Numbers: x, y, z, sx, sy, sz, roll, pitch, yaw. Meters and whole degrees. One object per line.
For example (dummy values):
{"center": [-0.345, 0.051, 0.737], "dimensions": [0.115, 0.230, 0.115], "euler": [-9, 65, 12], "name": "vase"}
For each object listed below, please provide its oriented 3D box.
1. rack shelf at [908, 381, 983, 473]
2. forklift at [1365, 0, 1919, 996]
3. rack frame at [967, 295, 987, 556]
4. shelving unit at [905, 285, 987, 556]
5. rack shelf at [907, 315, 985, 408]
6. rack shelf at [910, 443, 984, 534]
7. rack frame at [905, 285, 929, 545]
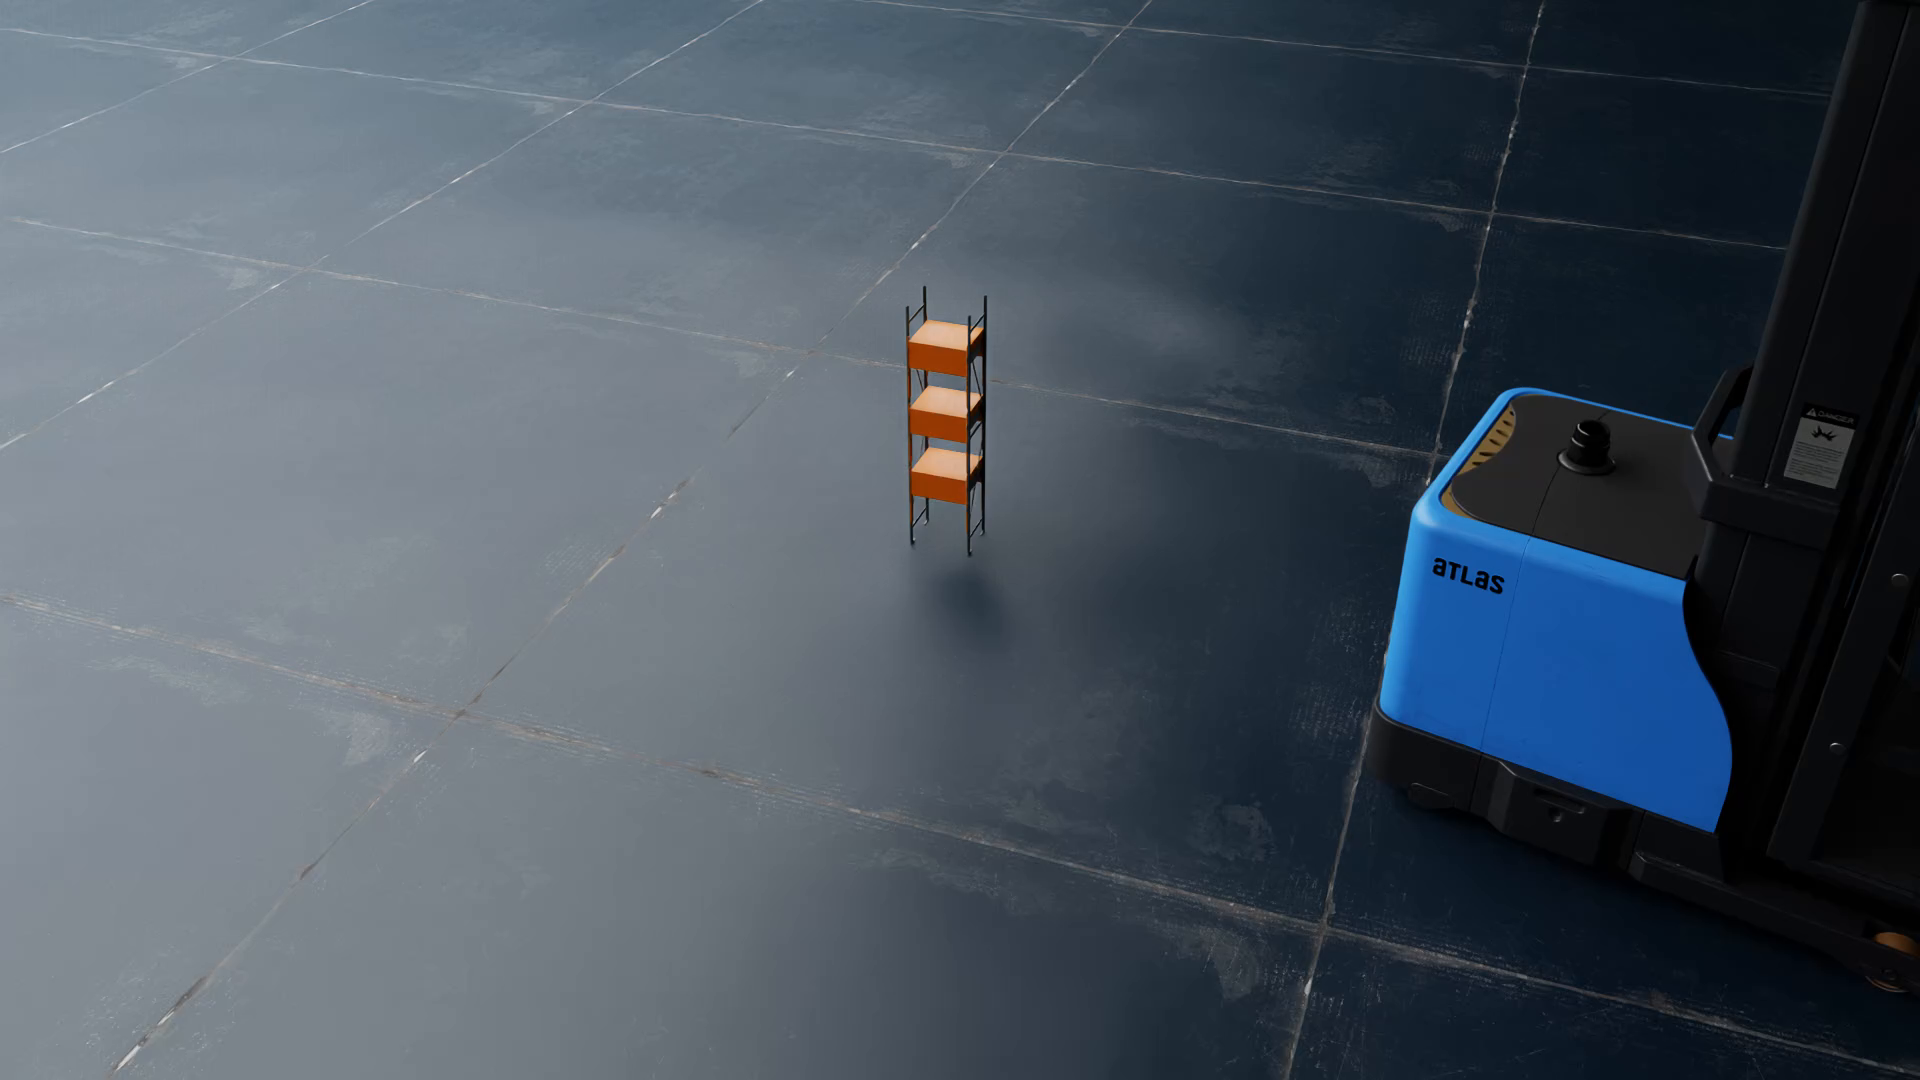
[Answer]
{"center": [-0.050, -0.442, 6.486], "dimensions": [0.240, 0.259, 0.215], "euler": [11, 34, 16], "name": "rack shelf"}
{"center": [2.855, -0.216, 4.383], "dimensions": [3.031, 2.935, 1.130], "euler": [19, 37, 27], "name": "forklift"}
{"center": [0.064, -0.429, 6.446], "dimensions": [0.008, 1.050, 0.200], "euler": [11, 34, 16], "name": "rack frame"}
{"center": [-0.050, -0.451, 6.480], "dimensions": [0.252, 1.050, 0.215], "euler": [11, 34, 16], "name": "shelving unit"}
{"center": [-0.050, -0.680, 6.332], "dimensions": [0.240, 0.259, 0.215], "euler": [11, 34, 16], "name": "rack shelf"}
{"center": [-0.050, -0.208, 6.637], "dimensions": [0.240, 0.259, 0.215], "euler": [11, 34, 16], "name": "rack shelf"}
{"center": [-0.165, -0.473, 6.515], "dimensions": [0.008, 1.050, 0.200], "euler": [11, 34, 16], "name": "rack frame"}
